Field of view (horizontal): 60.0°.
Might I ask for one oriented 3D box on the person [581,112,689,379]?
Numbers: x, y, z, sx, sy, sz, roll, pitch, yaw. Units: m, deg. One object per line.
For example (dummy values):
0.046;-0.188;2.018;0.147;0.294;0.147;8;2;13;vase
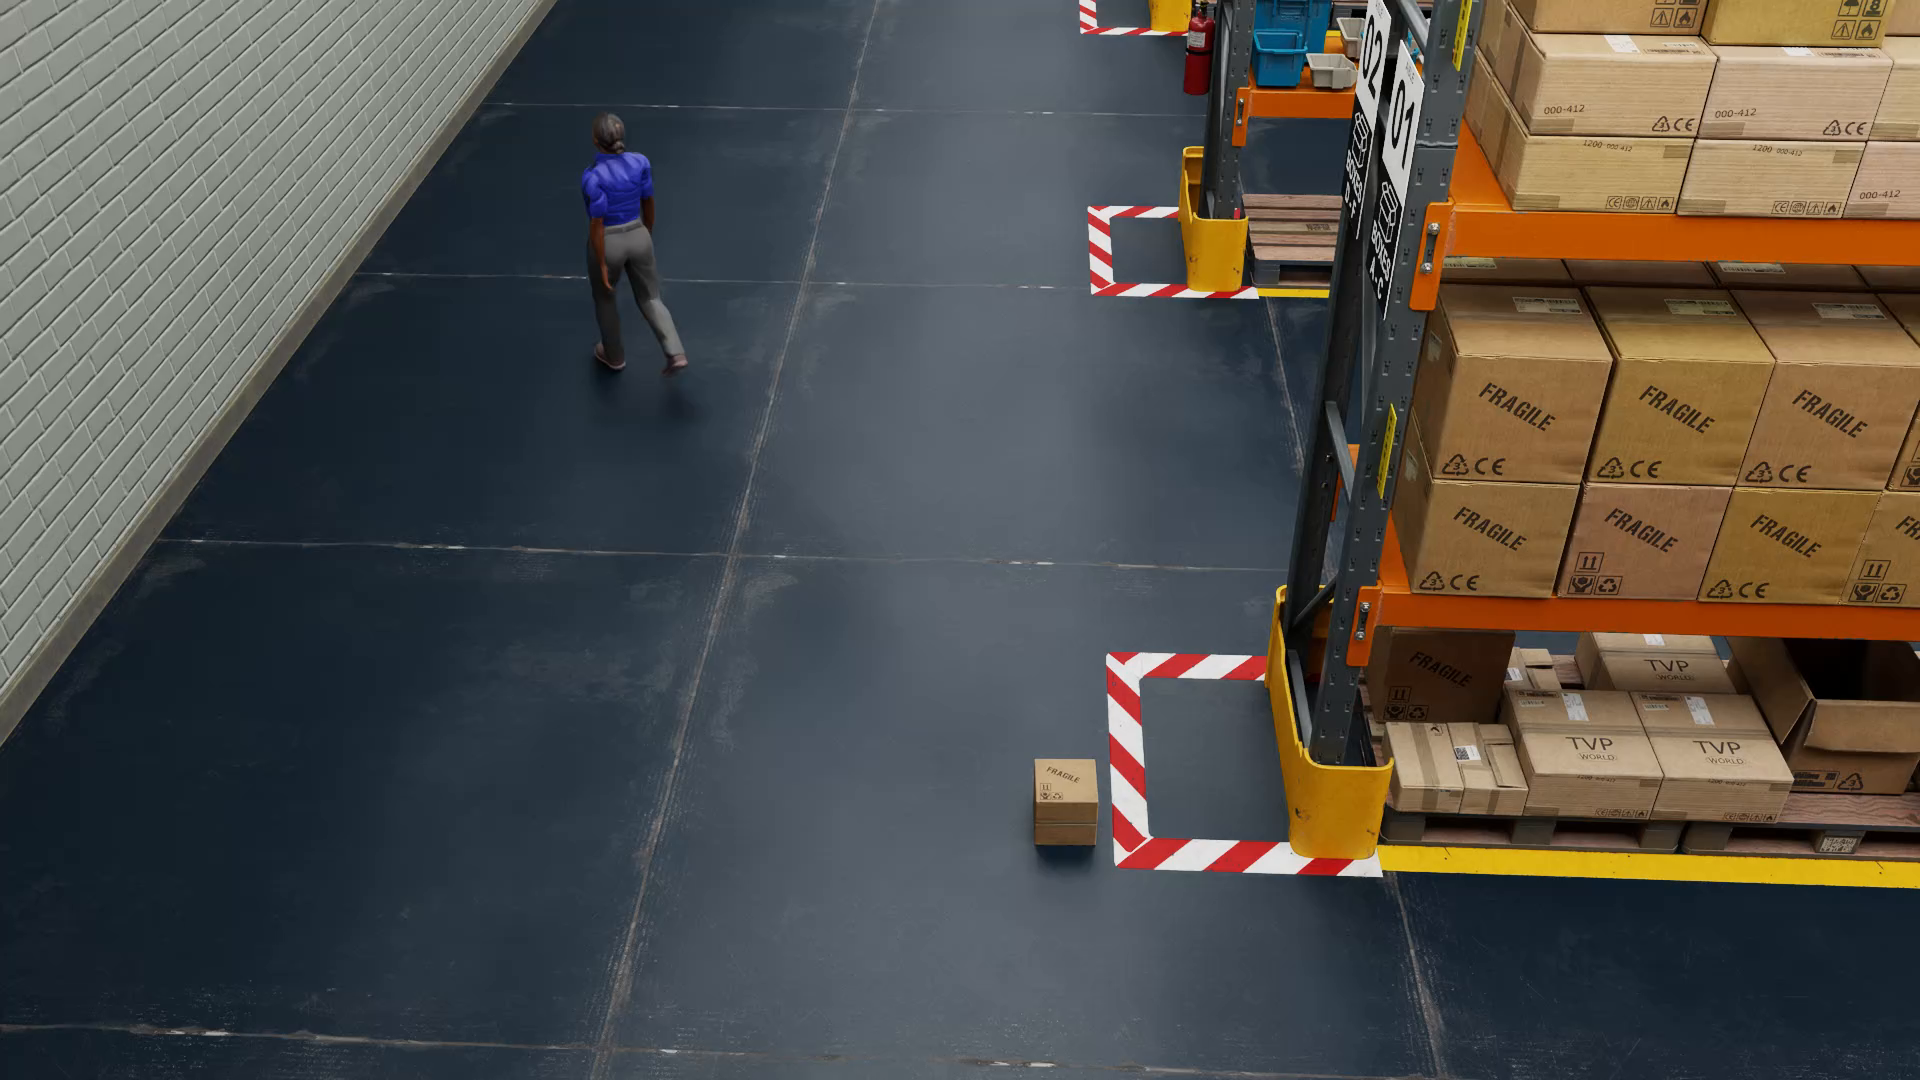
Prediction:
-1.876;-1.634;9.368;0.442;1.618;0.841;-22;42;-28;person
